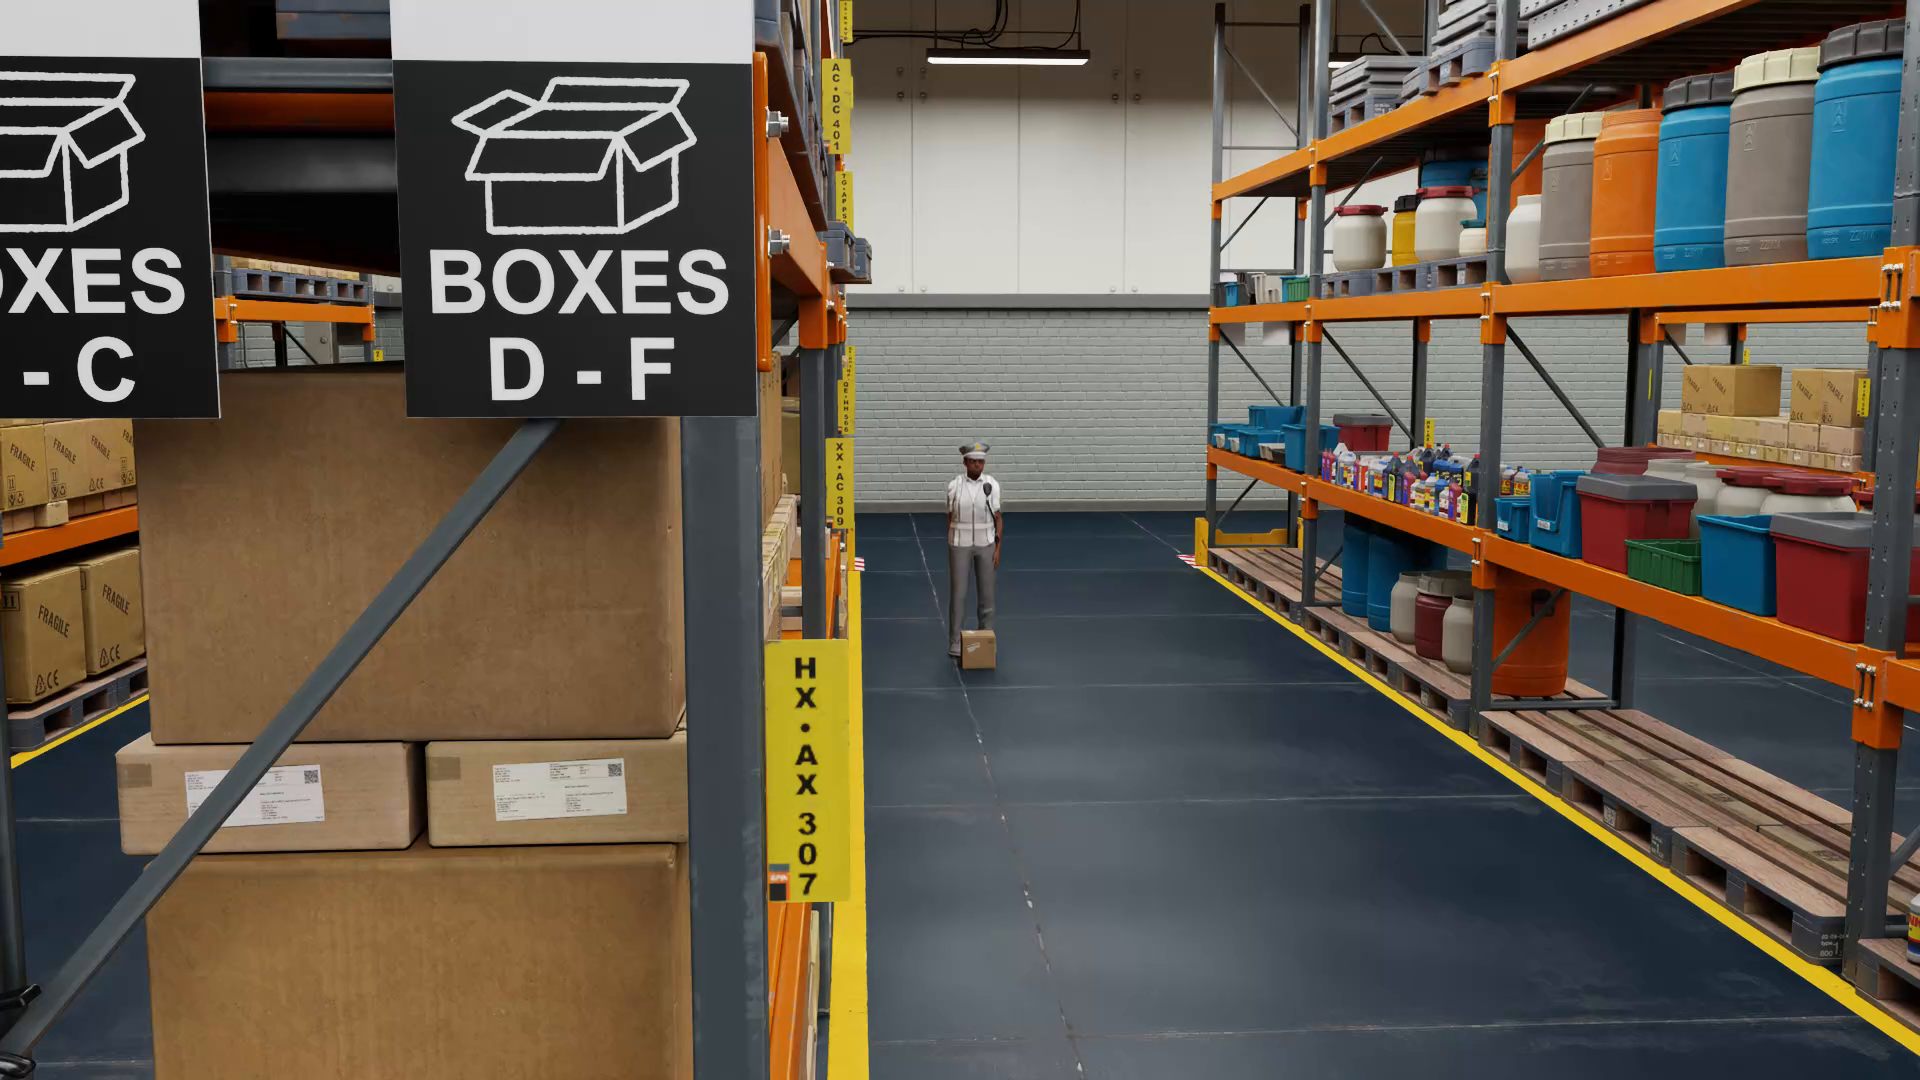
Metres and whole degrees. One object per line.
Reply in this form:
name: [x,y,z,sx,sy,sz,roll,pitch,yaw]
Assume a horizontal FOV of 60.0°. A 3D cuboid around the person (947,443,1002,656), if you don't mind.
person: [0.117,0.070,13.106,0.435,1.686,0.340,0,7,-2]
